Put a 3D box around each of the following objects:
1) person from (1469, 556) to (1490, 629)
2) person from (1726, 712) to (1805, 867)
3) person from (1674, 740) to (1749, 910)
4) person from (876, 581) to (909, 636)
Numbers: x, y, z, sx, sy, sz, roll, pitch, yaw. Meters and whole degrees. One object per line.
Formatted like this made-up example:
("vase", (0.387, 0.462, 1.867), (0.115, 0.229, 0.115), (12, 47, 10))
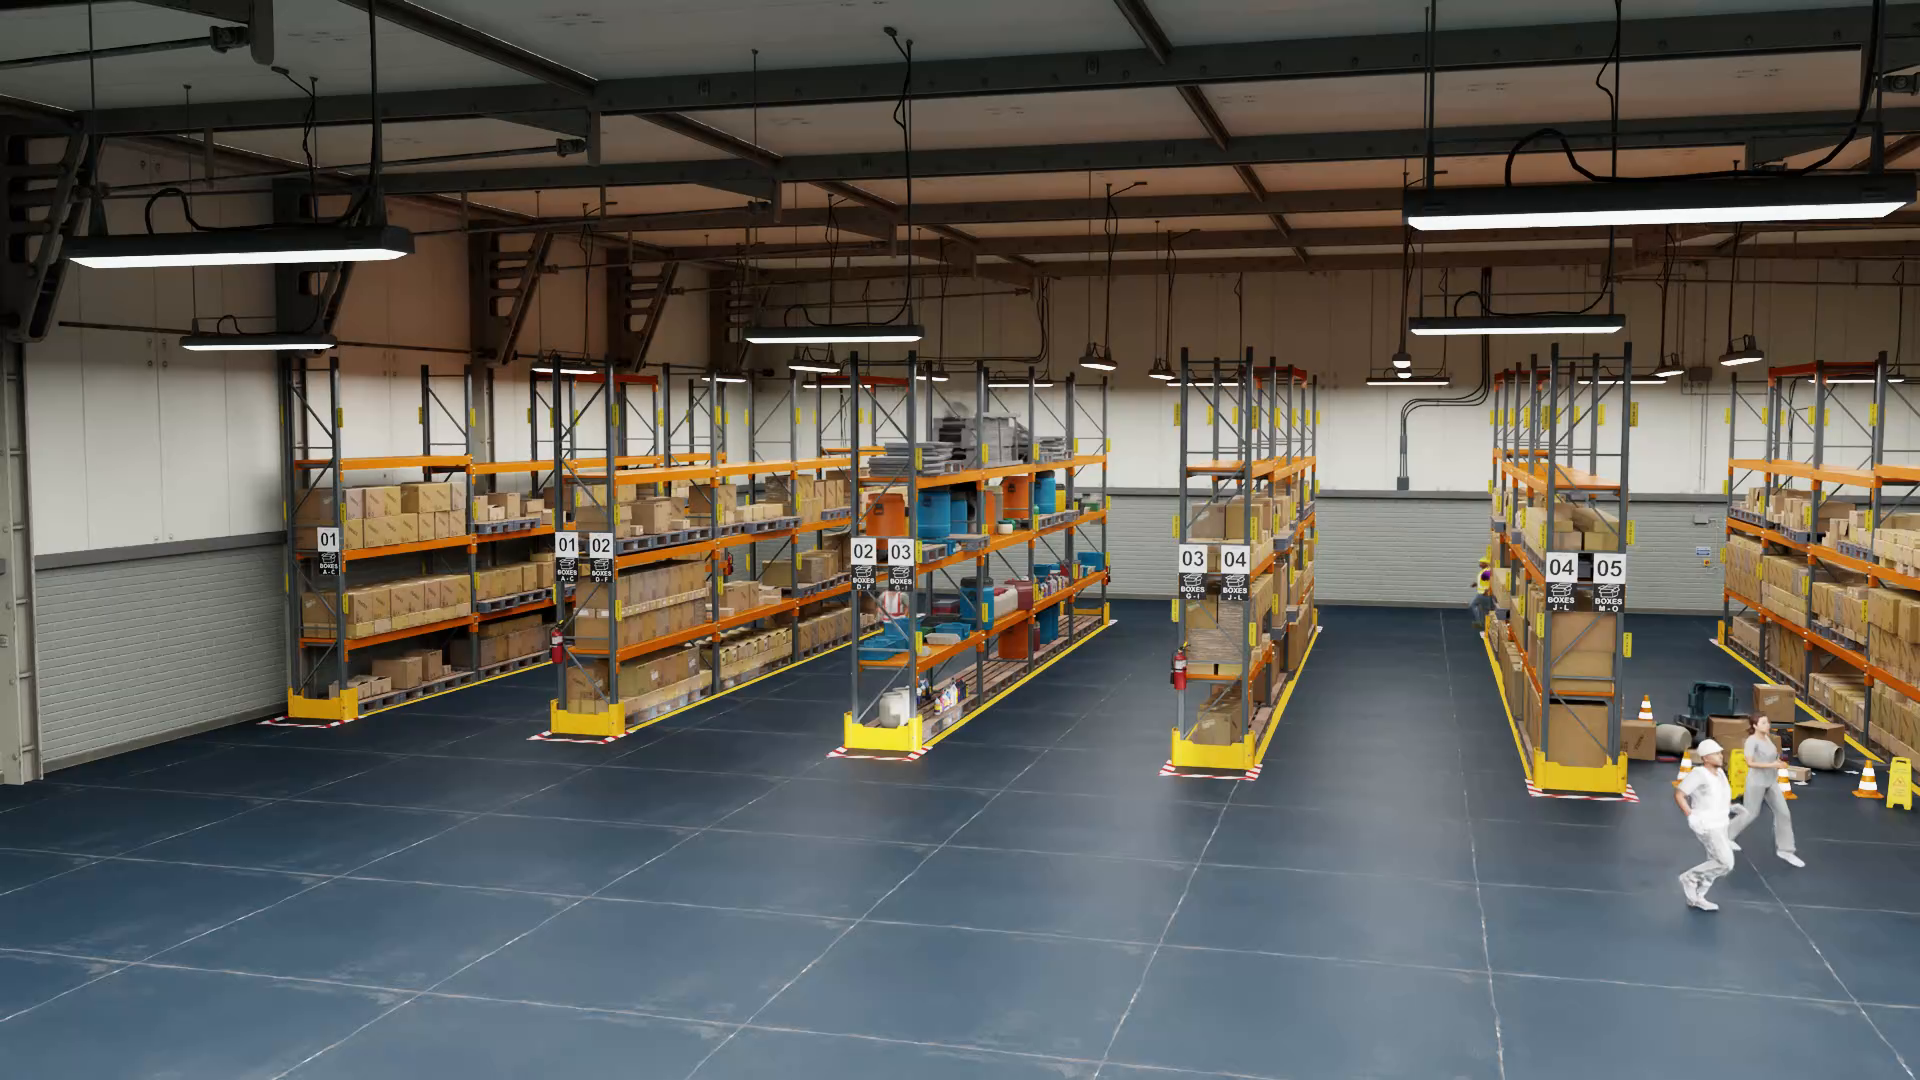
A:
("person", (12.380, 1.263, 39.260), (0.691, 1.782, 0.763), (2, 4, 21))
("person", (9.082, 2.800, 18.821), (0.555, 1.628, 0.965), (-2, 5, -29))
("person", (7.631, 2.893, 16.810), (0.675, 1.736, 0.585), (-4, 6, -44))
("person", (-1.261, 1.565, 30.950), (0.648, 1.762, 0.564), (1, 4, 9))
